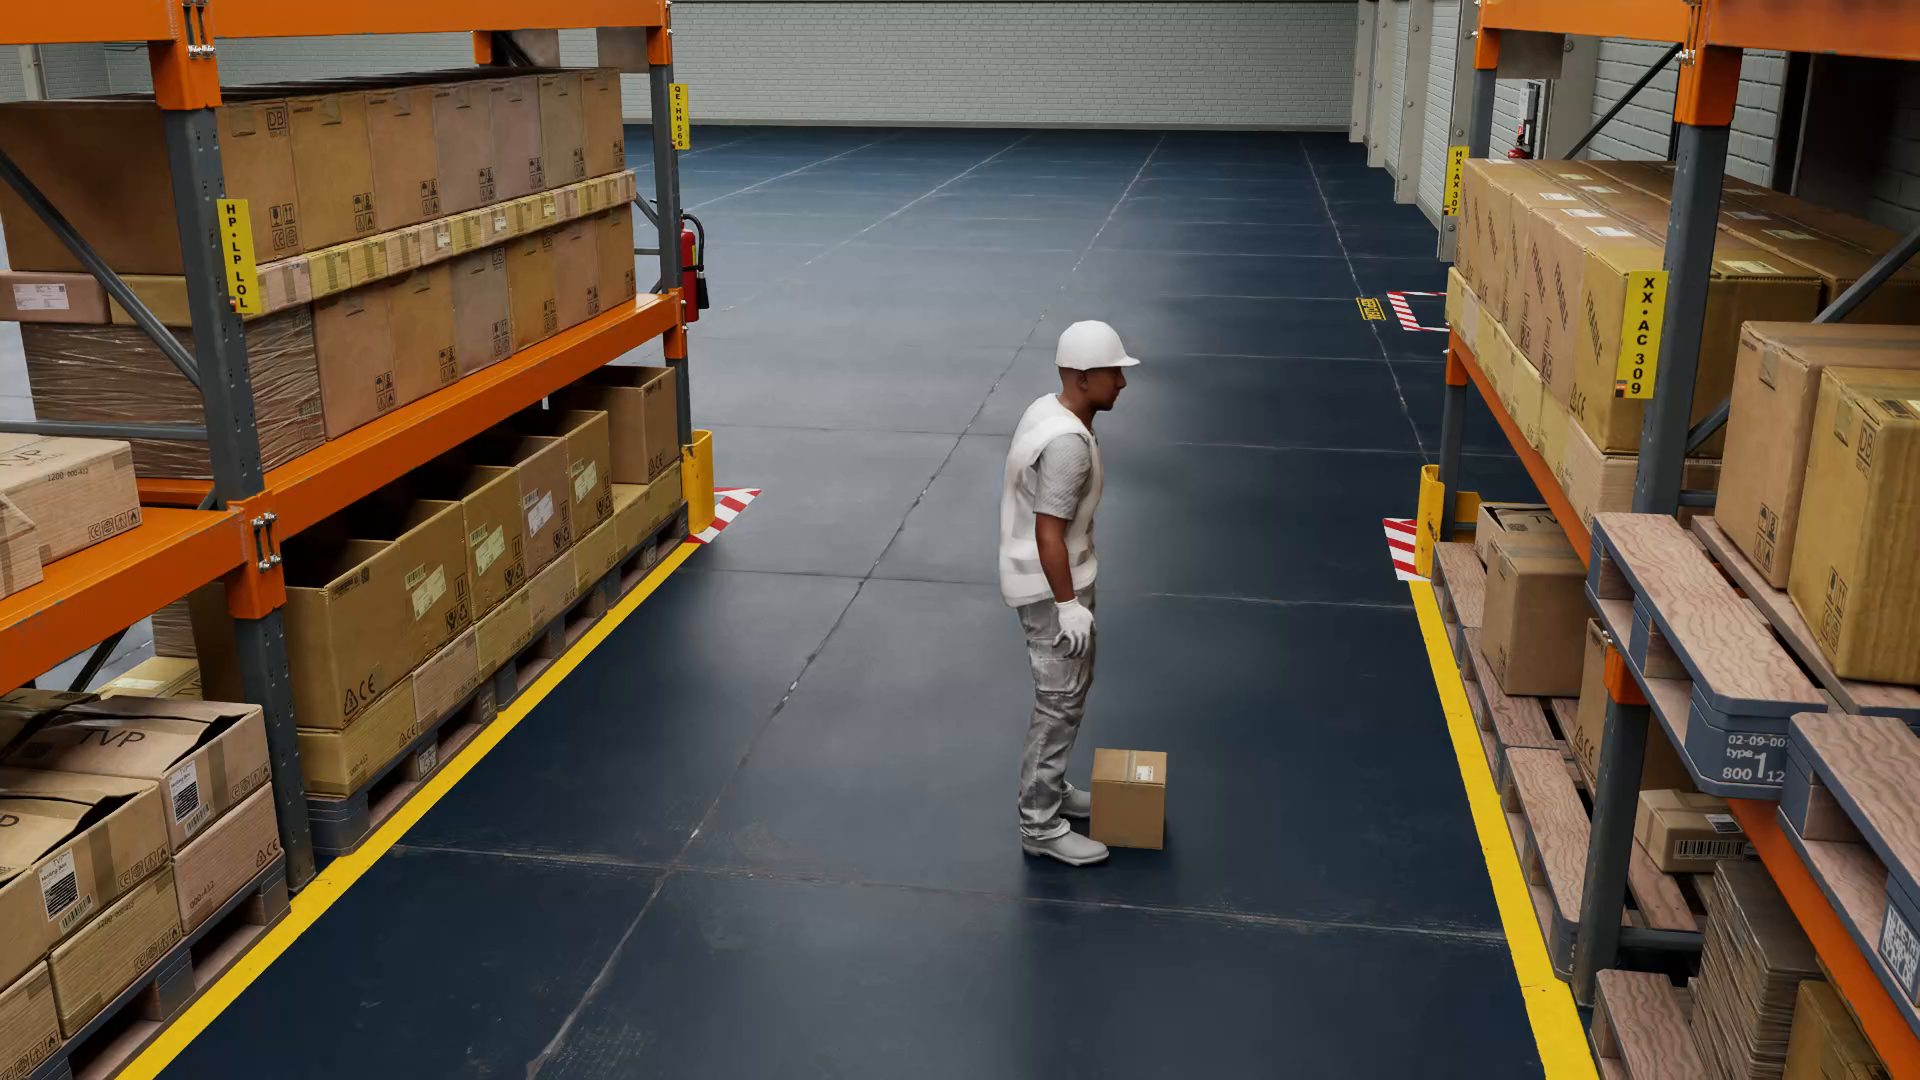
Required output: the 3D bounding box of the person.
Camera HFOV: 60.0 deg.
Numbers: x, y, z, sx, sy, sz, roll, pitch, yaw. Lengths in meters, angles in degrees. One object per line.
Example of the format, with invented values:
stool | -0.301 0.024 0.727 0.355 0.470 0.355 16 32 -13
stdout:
person | 0.354 0.155 5.545 0.443 1.776 0.630 2 18 6
